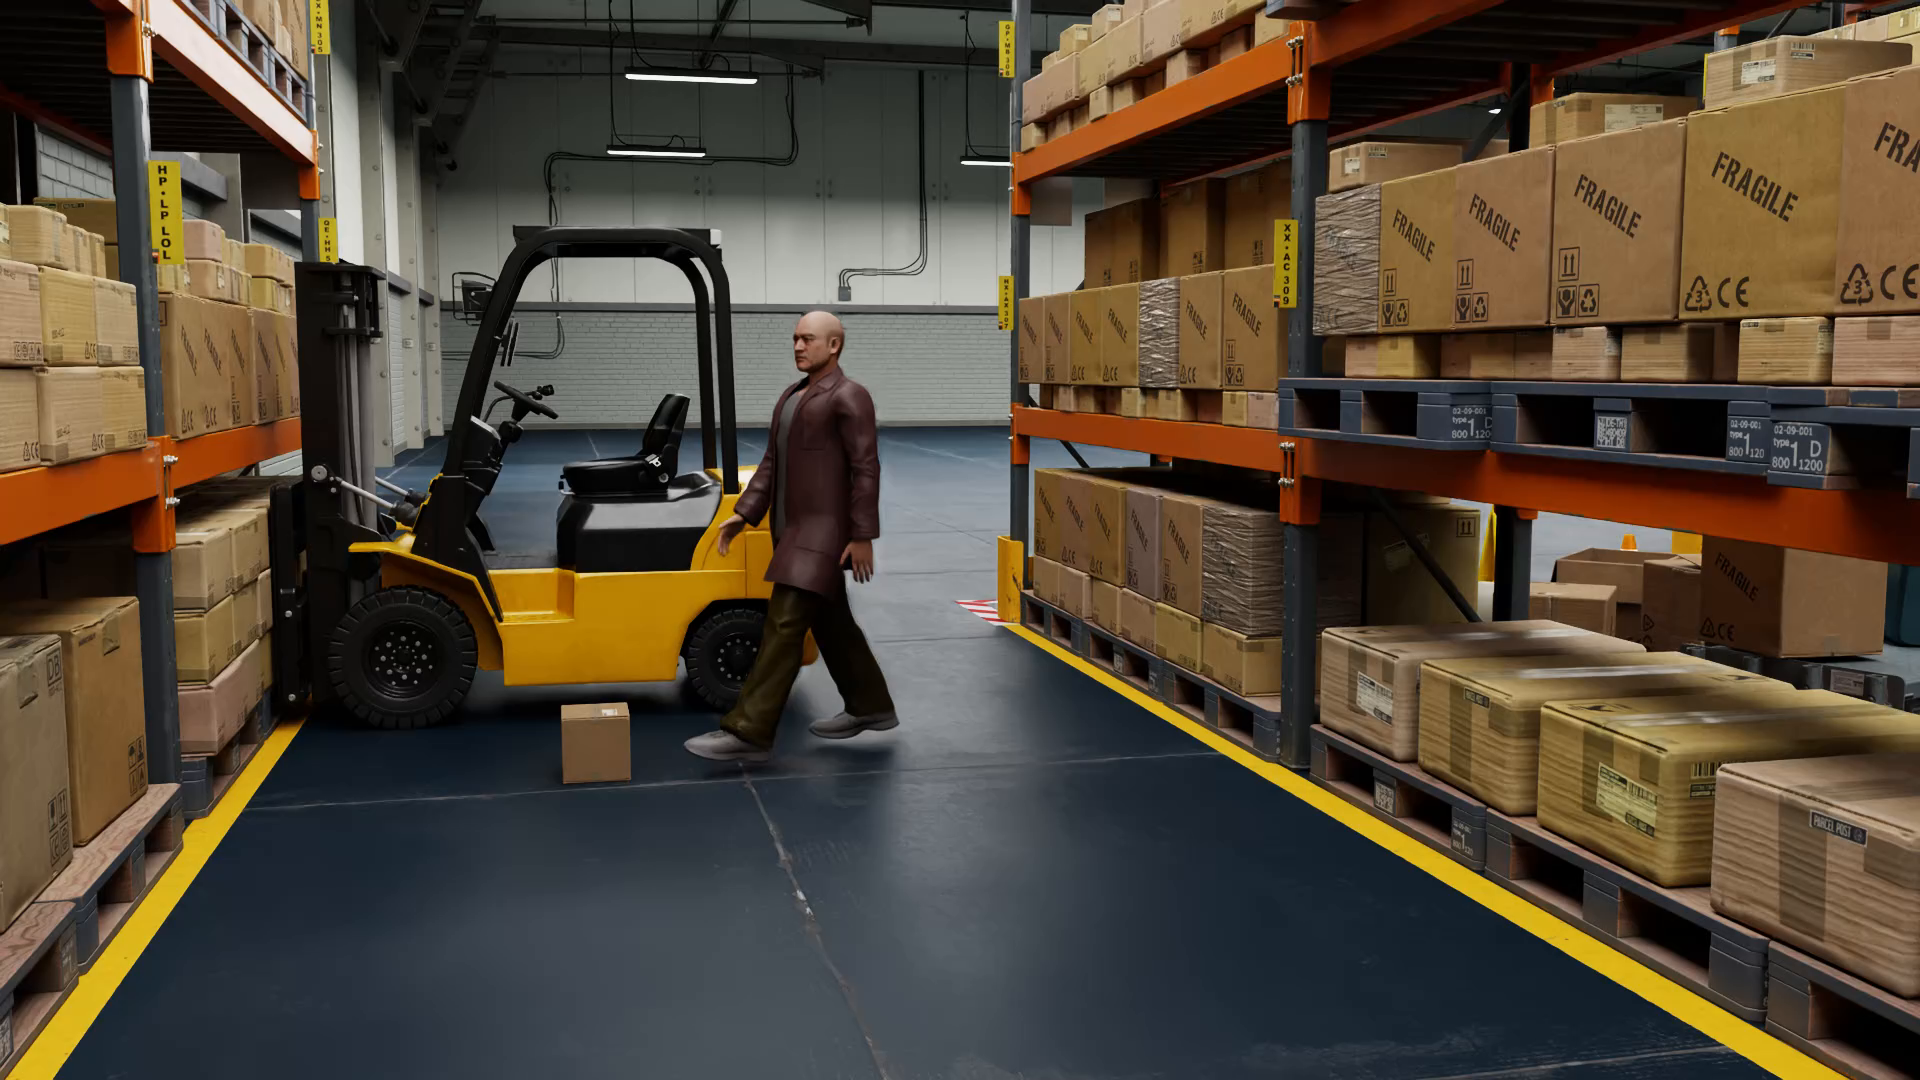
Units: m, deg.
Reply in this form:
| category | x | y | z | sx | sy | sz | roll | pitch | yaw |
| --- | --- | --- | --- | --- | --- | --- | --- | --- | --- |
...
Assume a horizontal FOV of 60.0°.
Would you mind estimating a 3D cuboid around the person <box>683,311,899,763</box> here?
| category | x | y | z | sx | sy | sz | roll | pitch | yaw |
| --- | --- | --- | --- | --- | --- | --- | --- | --- | --- |
| person | -0.671 | -0.027 | 6.545 | 1.020 | 1.735 | 0.607 | -3 | 7 | -29 |
